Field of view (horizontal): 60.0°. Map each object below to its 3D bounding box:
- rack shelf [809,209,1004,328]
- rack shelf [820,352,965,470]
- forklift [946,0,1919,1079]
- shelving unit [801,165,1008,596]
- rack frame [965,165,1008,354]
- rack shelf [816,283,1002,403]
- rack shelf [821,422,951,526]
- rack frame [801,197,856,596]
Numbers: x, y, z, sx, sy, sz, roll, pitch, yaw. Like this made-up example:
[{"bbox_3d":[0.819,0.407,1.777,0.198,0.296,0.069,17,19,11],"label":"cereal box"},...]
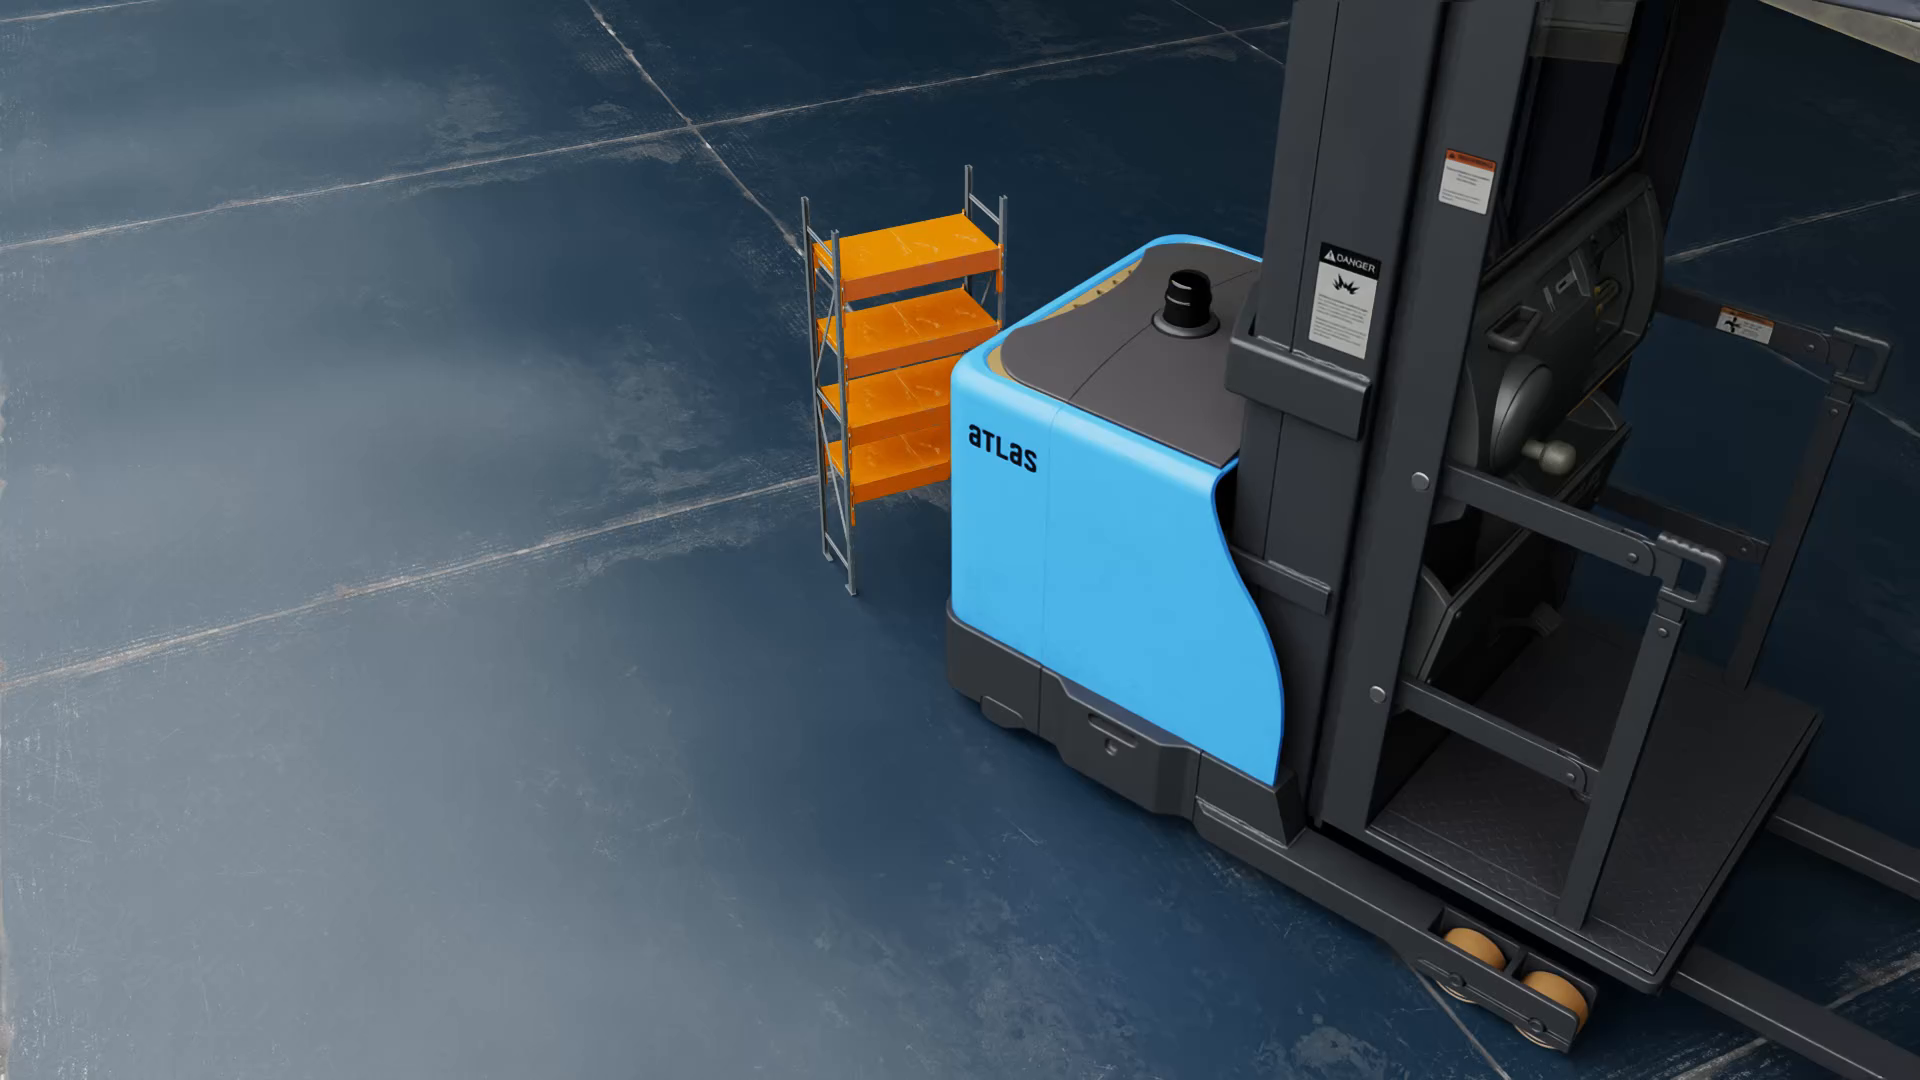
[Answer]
[{"bbox_3d":[-0.150,-0.756,4.602,0.480,0.148,0.258,-16,39,-20],"label":"rack shelf"},{"bbox_3d":[-0.150,-0.386,4.876,0.480,0.148,0.258,-16,39,-20],"label":"rack shelf"},{"bbox_3d":[1.416,-0.402,3.332,3.031,2.935,1.130,27,44,31],"label":"forklift"},{"bbox_3d":[-0.150,-0.440,4.836,0.503,1.200,0.258,-16,39,-20],"label":"shelving unit"},{"bbox_3d":[0.071,-0.502,4.919,0.015,1.200,0.240,-16,39,-20],"label":"rack frame"},{"bbox_3d":[-0.150,-0.566,4.743,0.480,0.148,0.258,-16,39,-20],"label":"rack shelf"},{"bbox_3d":[-0.150,-0.226,4.994,0.480,0.148,0.258,-16,39,-20],"label":"rack shelf"},{"bbox_3d":[-0.371,-0.378,4.753,0.015,1.200,0.240,-16,39,-20],"label":"rack frame"}]
